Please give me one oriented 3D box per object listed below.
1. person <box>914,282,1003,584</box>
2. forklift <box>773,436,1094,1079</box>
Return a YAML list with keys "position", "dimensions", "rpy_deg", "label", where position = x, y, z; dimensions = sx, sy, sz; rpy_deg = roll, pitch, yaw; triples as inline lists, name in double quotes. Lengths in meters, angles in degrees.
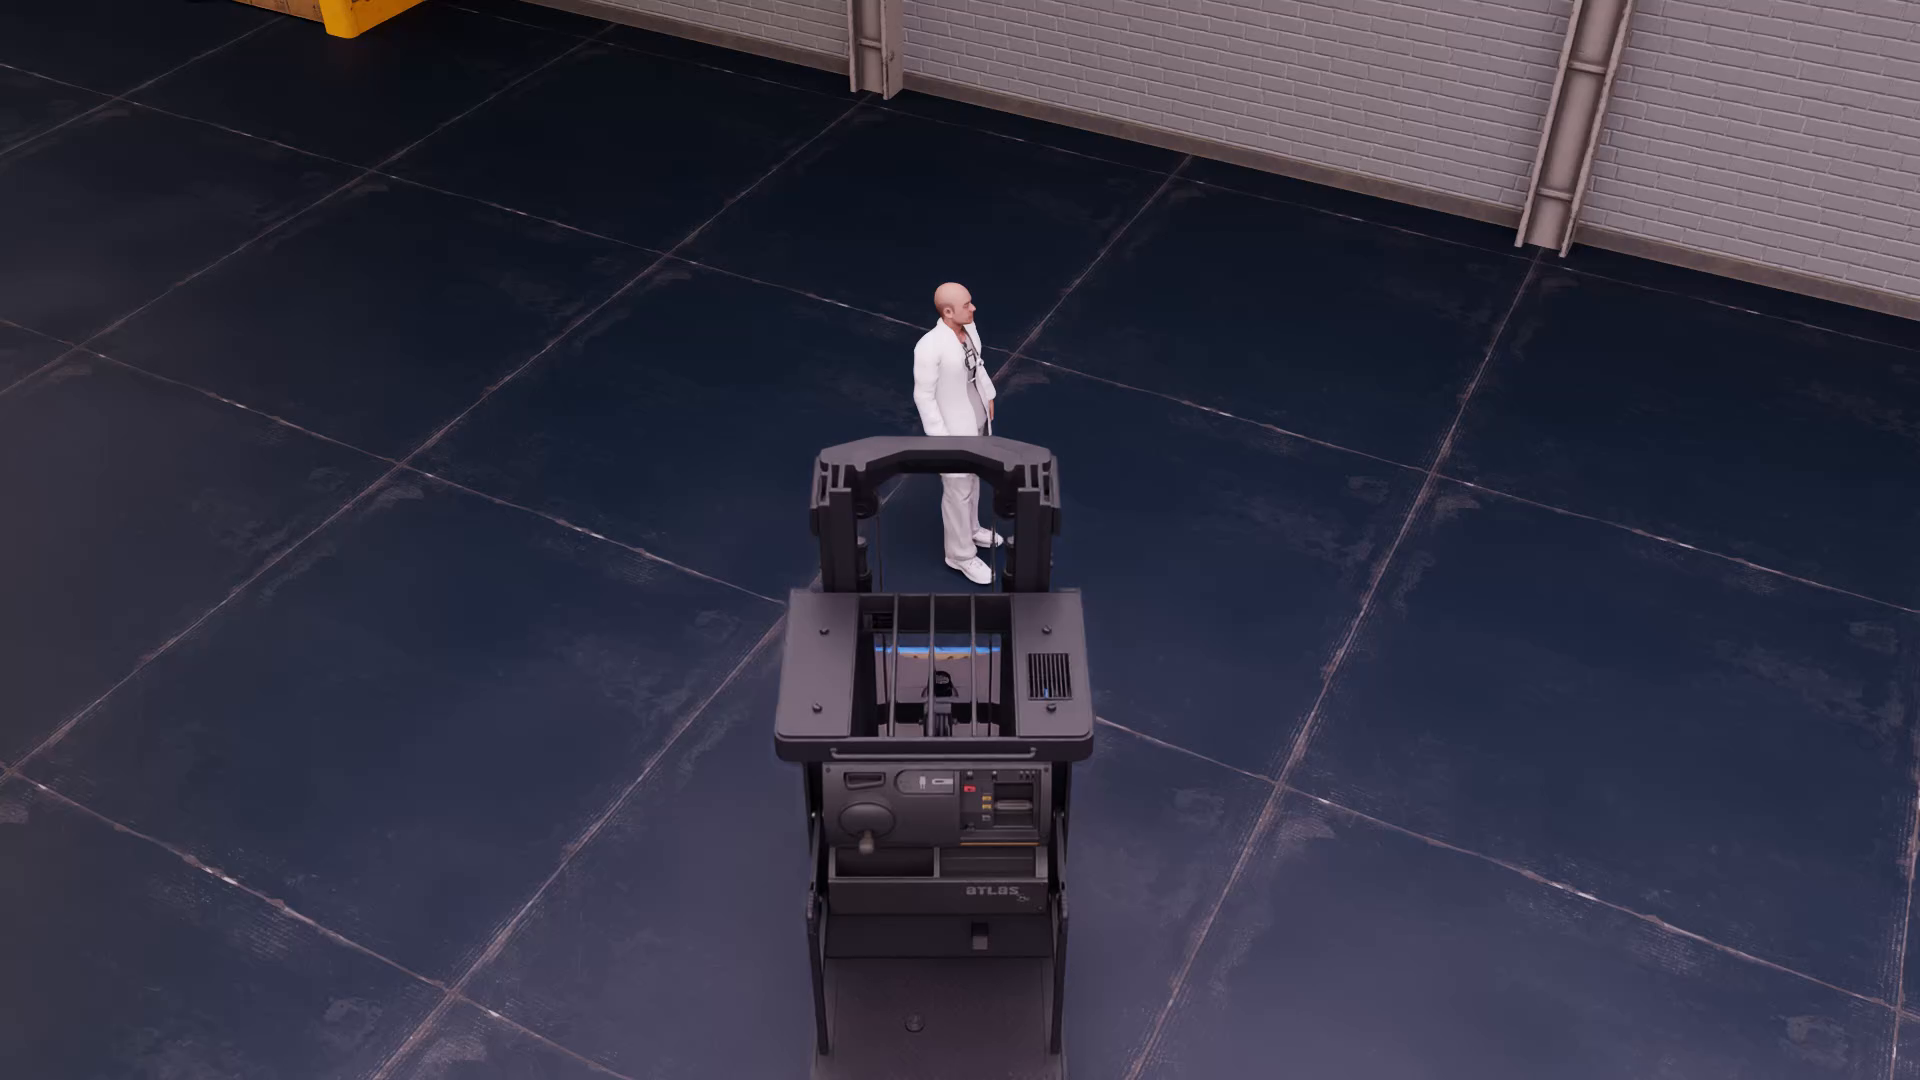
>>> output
- position: [0.080, -0.656, 9.649]
  dimensions: [0.578, 1.778, 0.698]
  rpy_deg: [18, 43, 21]
  label: "person"
- position: [-0.090, 1.162, 6.607]
  dimensions: [1.130, 2.935, 3.031]
  rpy_deg: [0, 40, 0]
  label: "forklift"
